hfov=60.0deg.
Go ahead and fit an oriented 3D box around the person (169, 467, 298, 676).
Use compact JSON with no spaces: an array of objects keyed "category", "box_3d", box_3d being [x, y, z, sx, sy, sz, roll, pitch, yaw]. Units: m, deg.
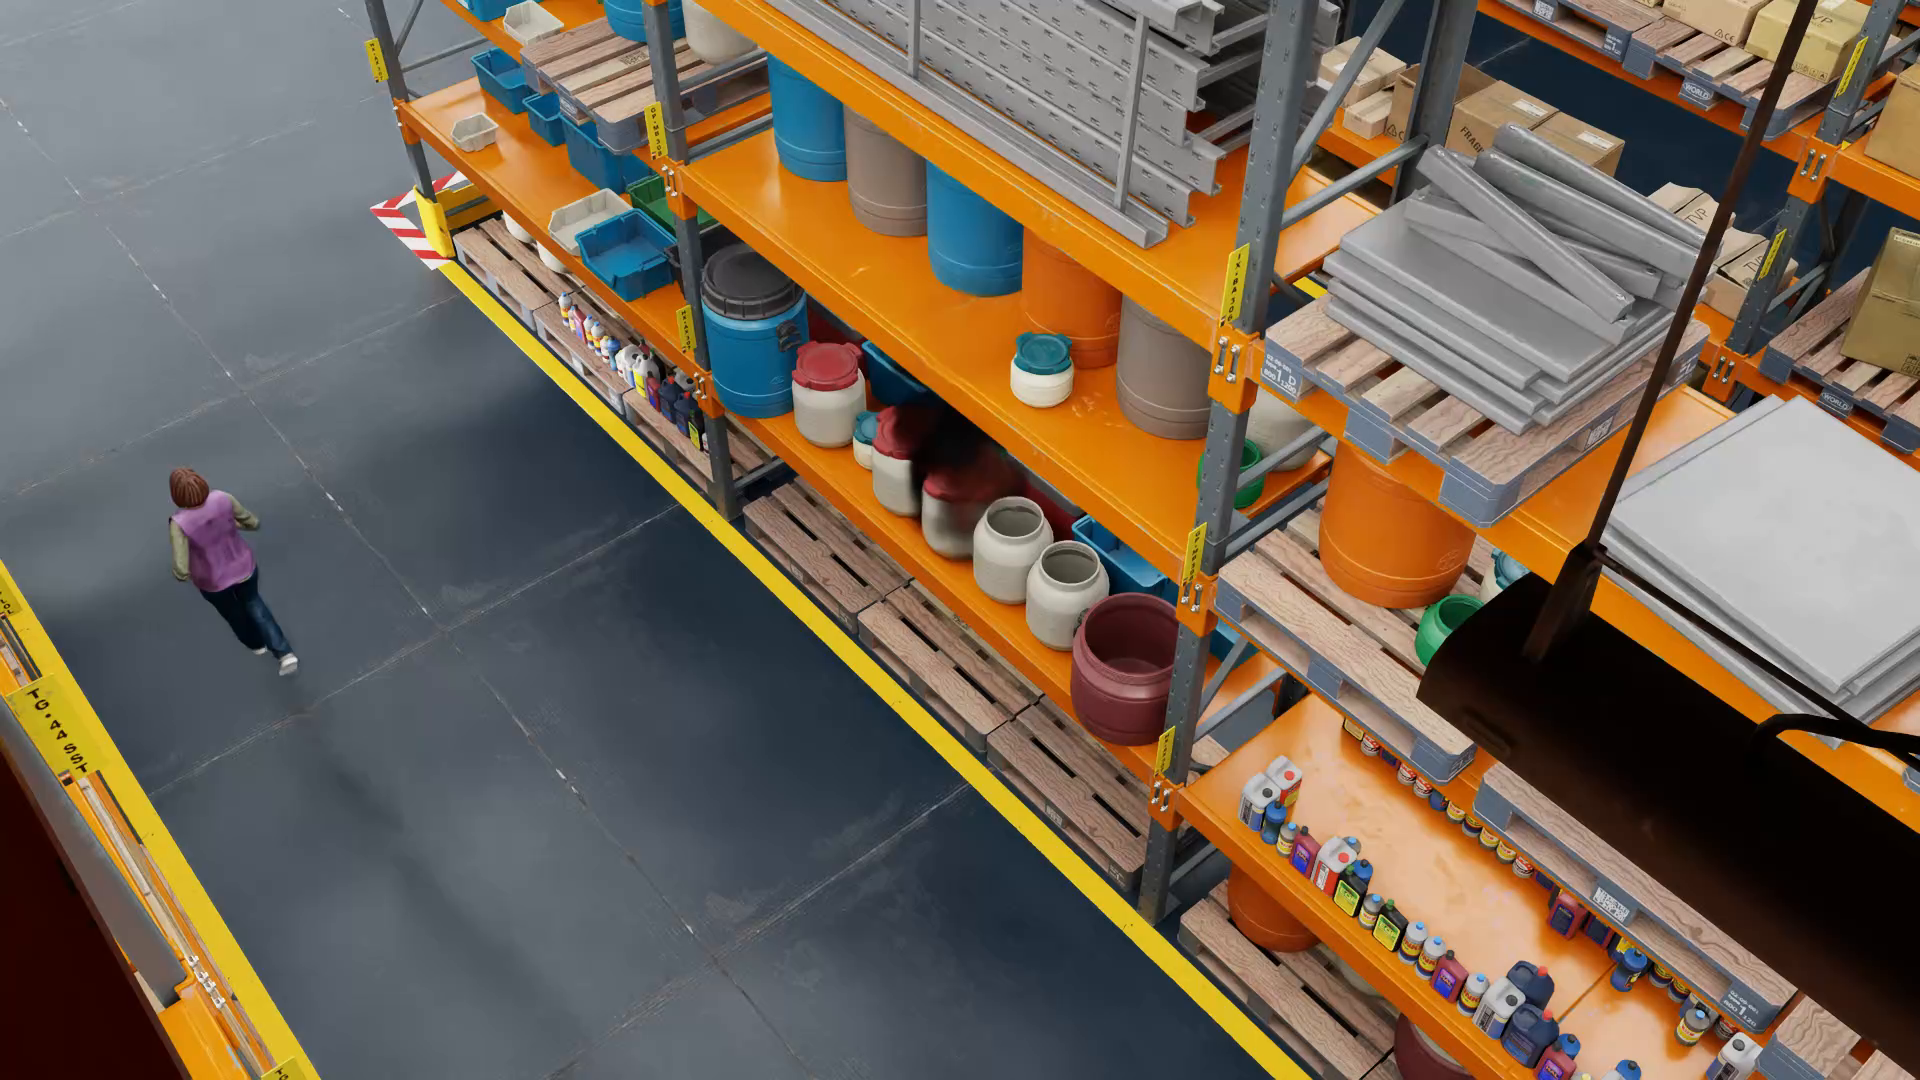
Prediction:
[{"category":"person","box_3d":[-4.107,0.194,9.324,0.547,1.593,0.678,-36,56,-29]}]
